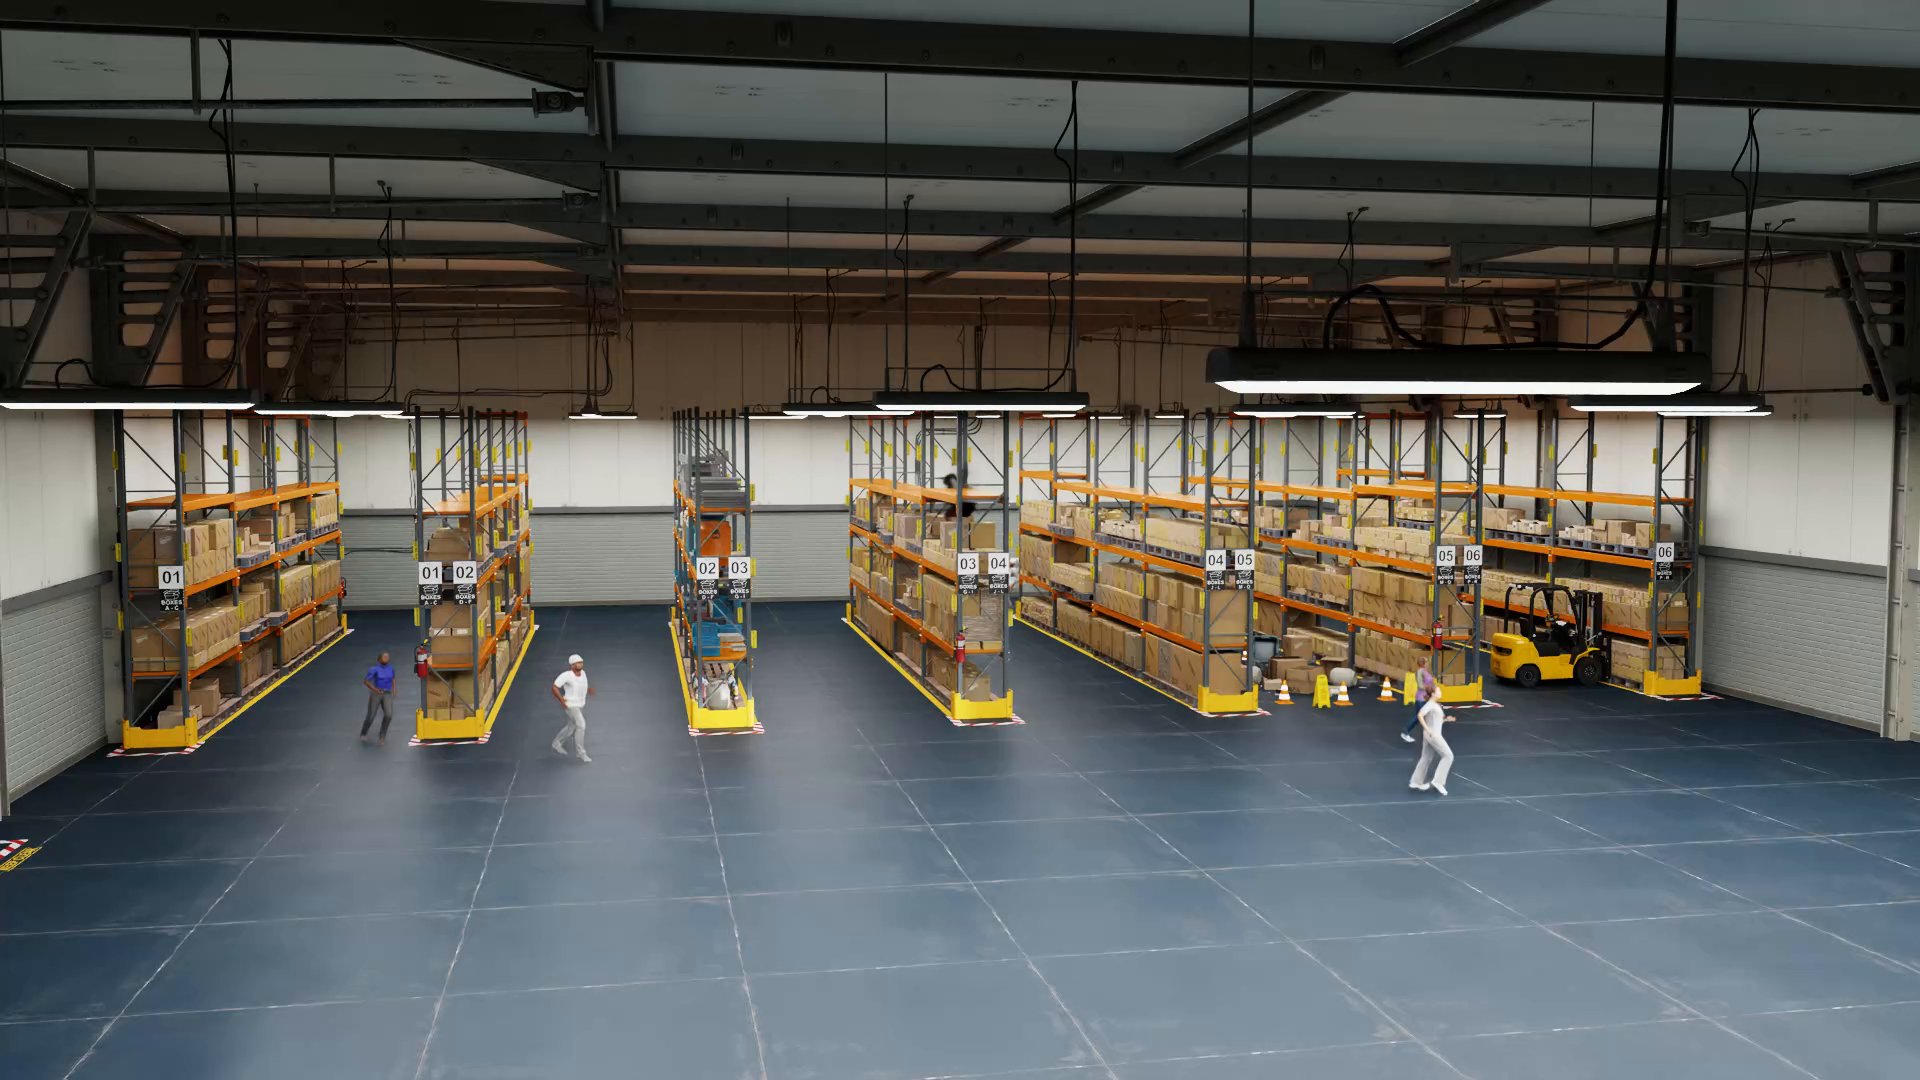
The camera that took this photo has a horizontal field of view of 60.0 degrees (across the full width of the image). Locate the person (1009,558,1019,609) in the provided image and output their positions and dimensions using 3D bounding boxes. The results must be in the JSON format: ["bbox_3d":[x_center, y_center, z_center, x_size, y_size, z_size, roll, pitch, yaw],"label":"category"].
[{"bbox_3d":[1.429,1.352,49.852,0.645,1.685,0.766,0,4,-4],"label":"person"}]

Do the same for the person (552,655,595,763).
[{"bbox_3d":[-6.564,2.829,28.180,0.853,1.800,0.691,1,4,18],"label":"person"}]

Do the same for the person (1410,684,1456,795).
[{"bbox_3d":[7.289,3.064,25.618,0.677,1.704,0.546,1,4,10],"label":"person"}]

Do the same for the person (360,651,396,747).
[{"bbox_3d":[-10.312,2.822,29.604,0.660,1.664,0.688,-3,5,-40],"label":"person"}]

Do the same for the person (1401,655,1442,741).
[{"bbox_3d":[8.190,2.845,29.441,0.733,1.620,0.541,3,5,38],"label":"person"}]
